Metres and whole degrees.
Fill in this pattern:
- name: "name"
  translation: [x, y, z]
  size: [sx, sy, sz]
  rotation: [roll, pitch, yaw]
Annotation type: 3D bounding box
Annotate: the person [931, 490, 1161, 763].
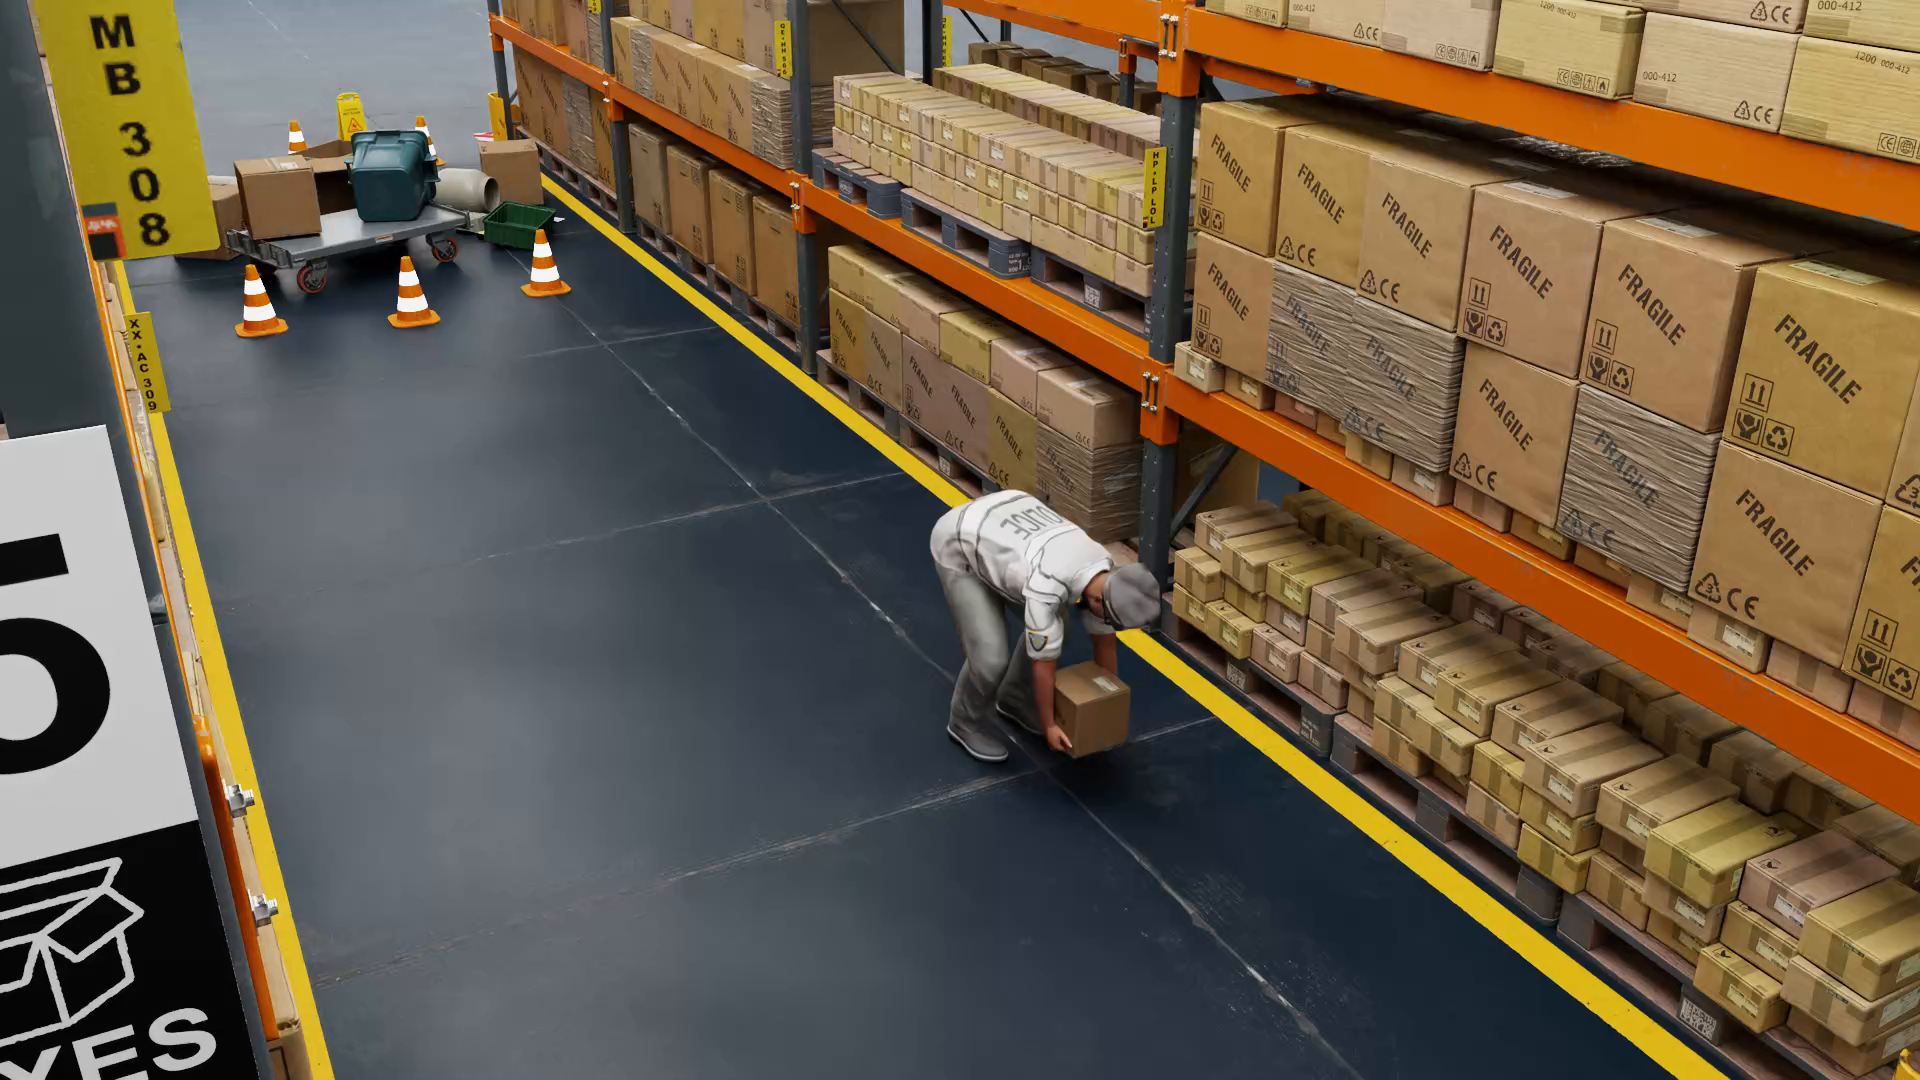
- name: "person"
  translation: [0.333, 0.397, 6.557]
  size: [0.514, 1.076, 1.042]
  rotation: [-22, 33, -39]
